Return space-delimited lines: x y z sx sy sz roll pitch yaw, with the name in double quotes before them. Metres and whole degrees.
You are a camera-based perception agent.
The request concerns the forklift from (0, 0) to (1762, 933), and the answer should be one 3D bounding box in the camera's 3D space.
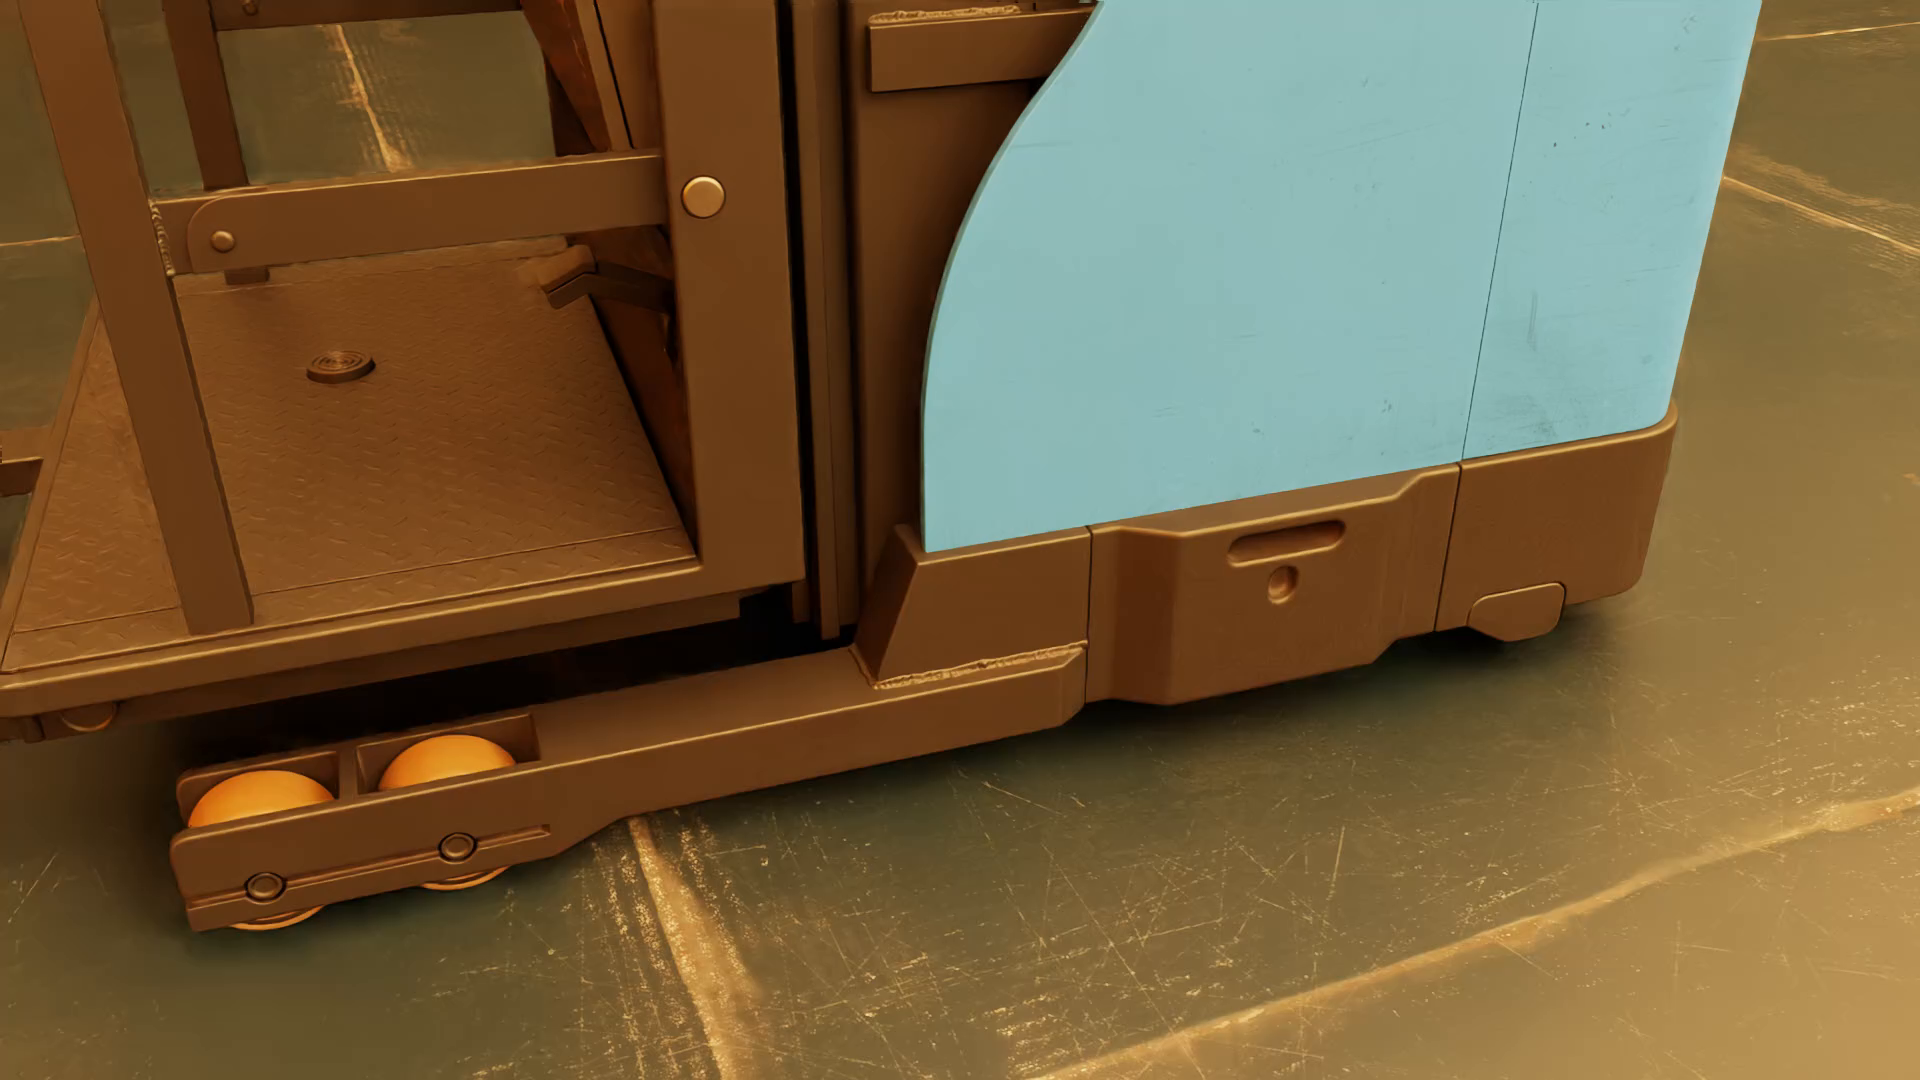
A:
"forklift" -0.634 -1.154 1.564 3.031 2.935 1.130 -10 31 -16
